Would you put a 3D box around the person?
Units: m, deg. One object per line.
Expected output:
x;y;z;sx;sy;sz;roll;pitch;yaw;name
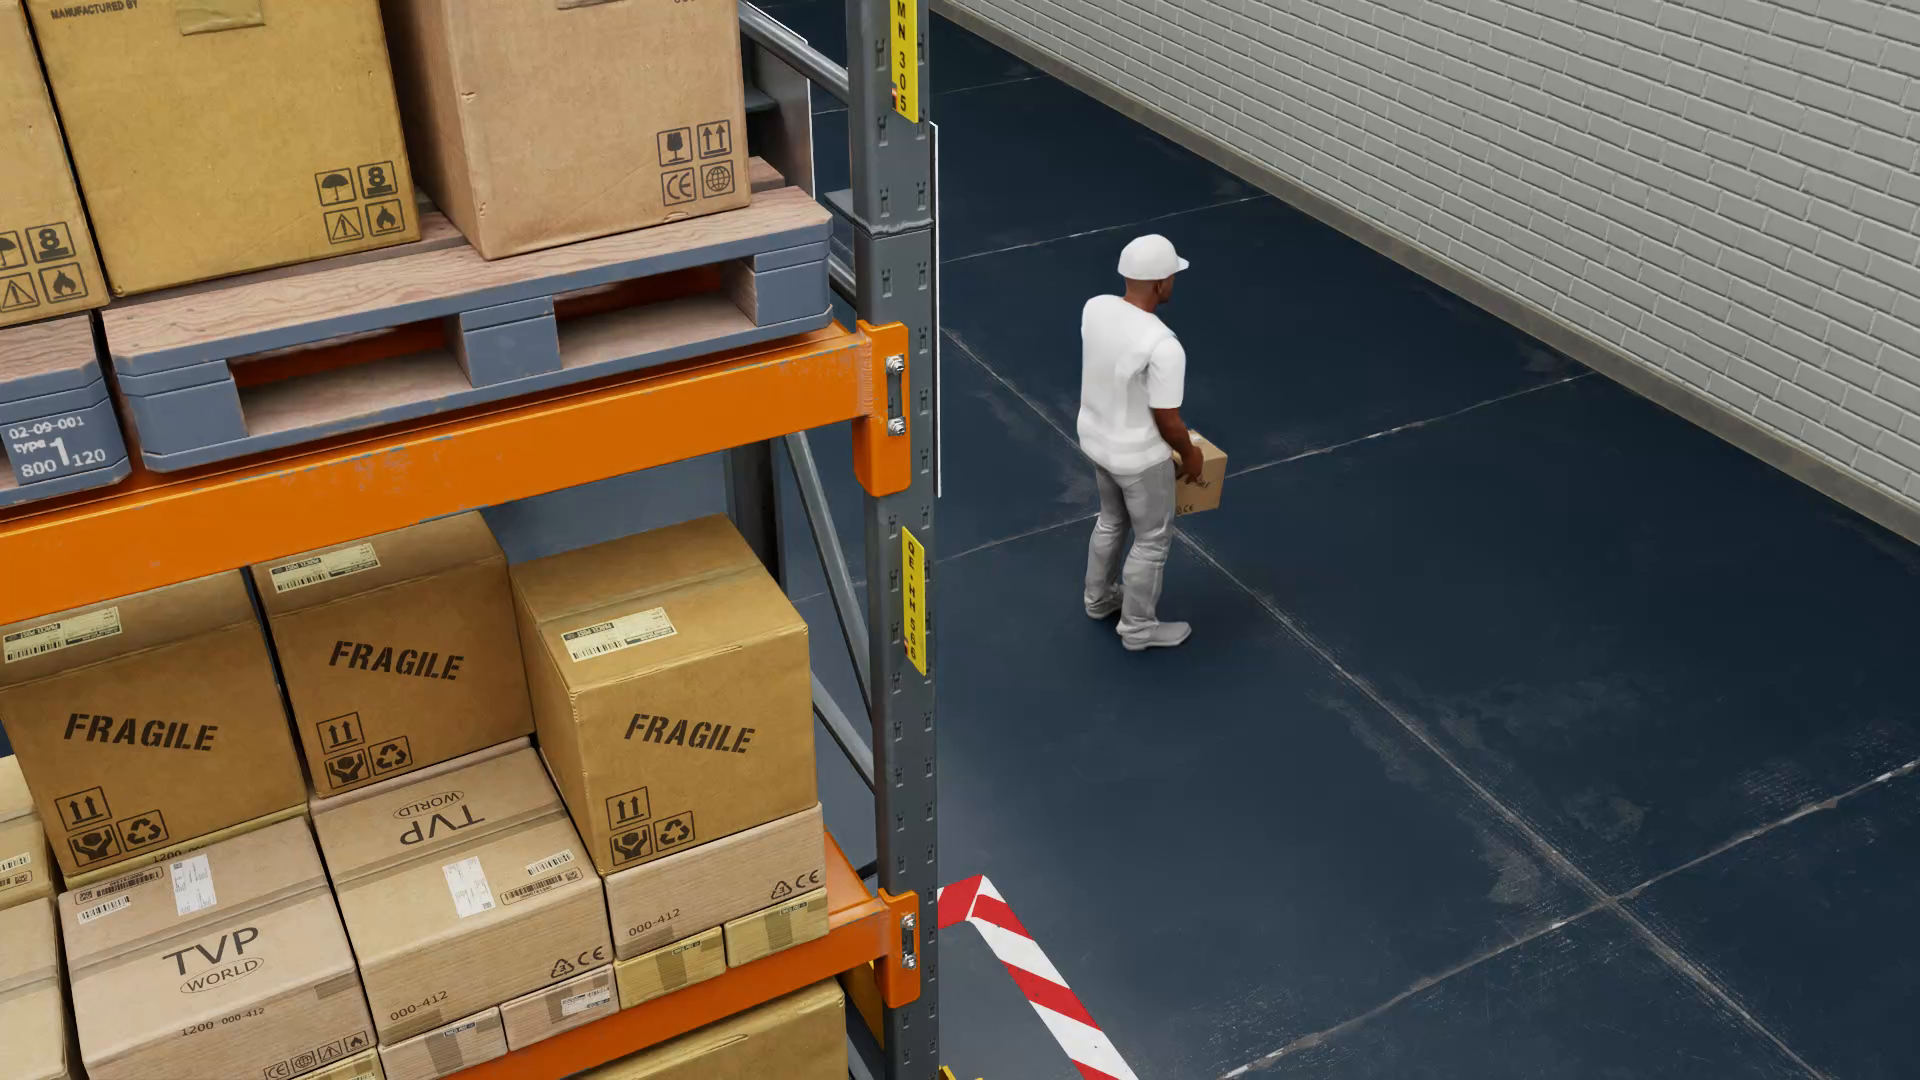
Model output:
0.705;-0.386;6.718;0.434;1.763;0.580;-17;36;-24;person
